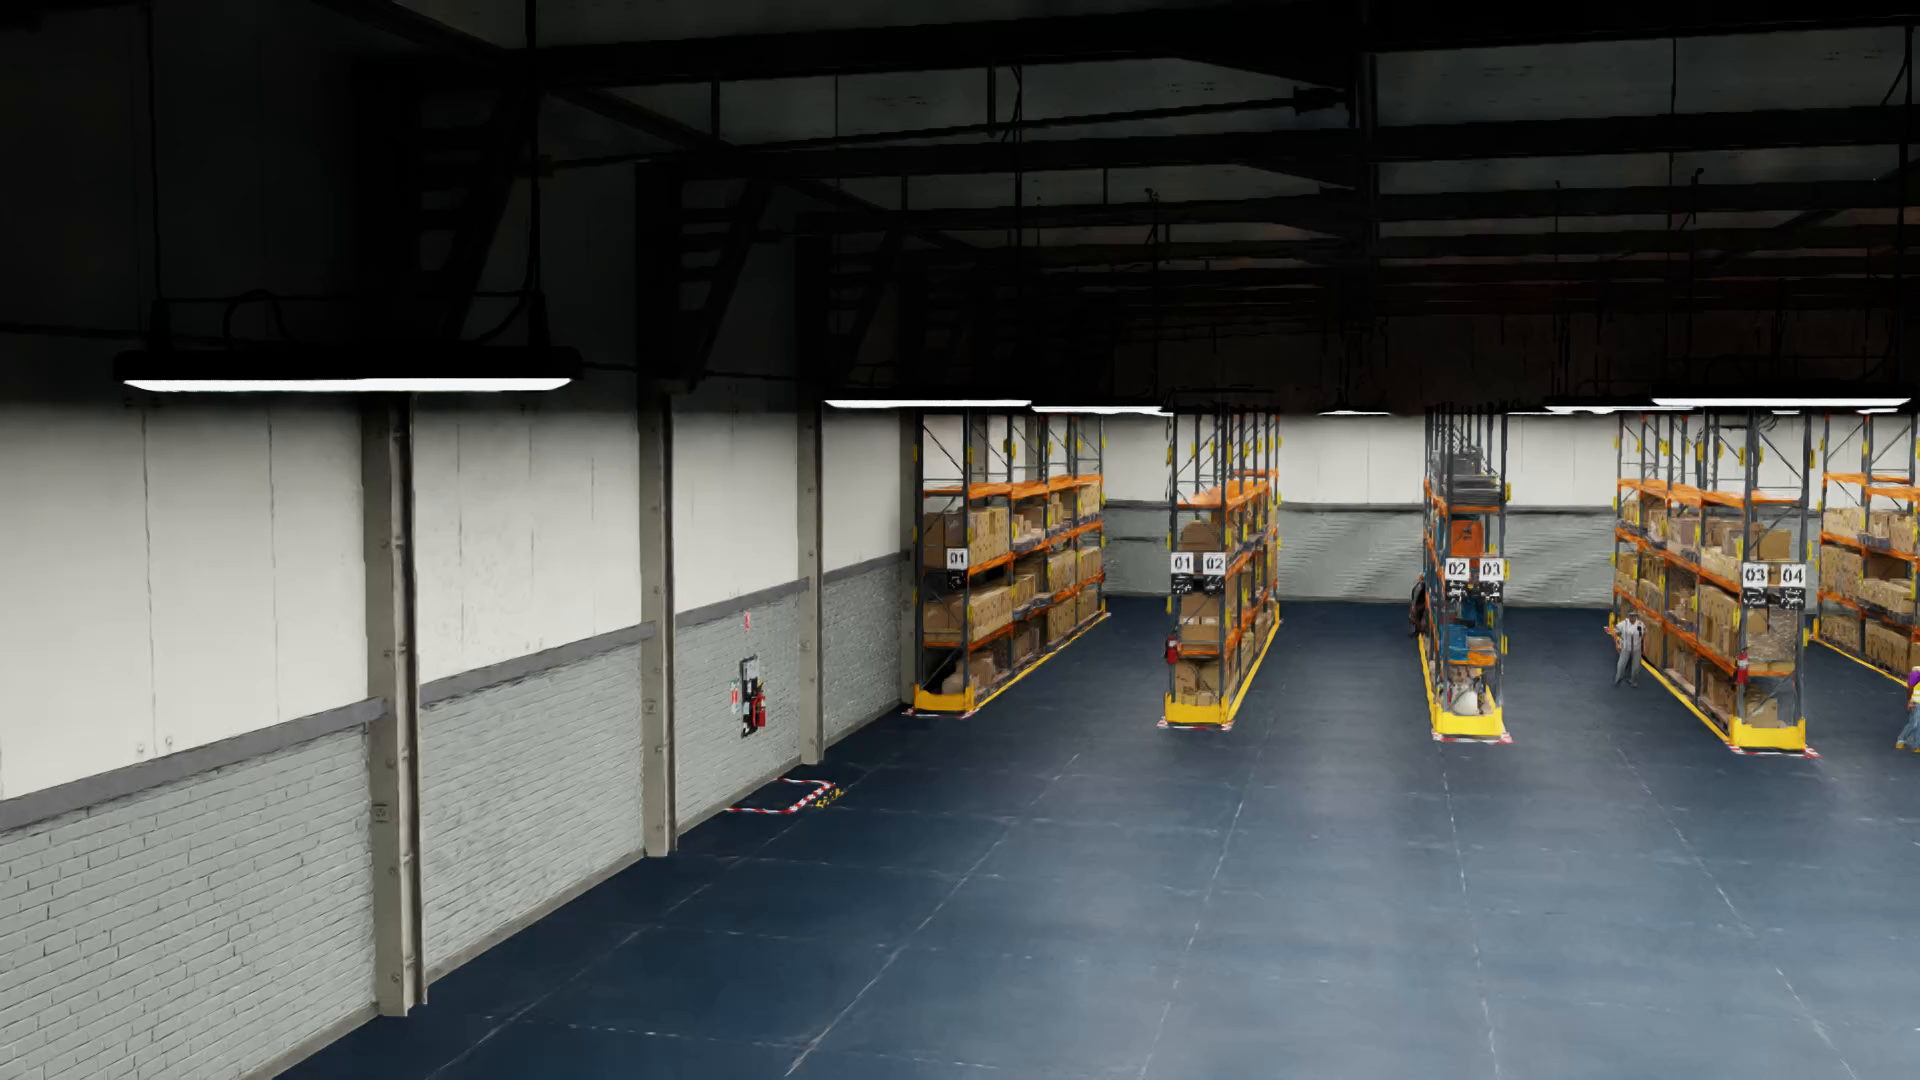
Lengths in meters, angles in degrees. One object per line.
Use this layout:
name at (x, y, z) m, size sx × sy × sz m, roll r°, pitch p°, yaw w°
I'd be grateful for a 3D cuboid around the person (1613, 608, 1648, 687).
person at (14.184, 2.272, 35.198) m, size 0.682 × 1.715 × 0.542 m, roll 1°, pitch 4°, yaw 13°

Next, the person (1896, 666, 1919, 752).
person at (16.361, 2.754, 28.400) m, size 0.608 × 1.754 × 0.577 m, roll -2°, pitch 5°, yaw -22°

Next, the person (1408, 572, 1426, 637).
person at (11.844, 1.682, 43.007) m, size 0.579 × 1.706 × 0.647 m, roll 3°, pitch 5°, yaw 33°
